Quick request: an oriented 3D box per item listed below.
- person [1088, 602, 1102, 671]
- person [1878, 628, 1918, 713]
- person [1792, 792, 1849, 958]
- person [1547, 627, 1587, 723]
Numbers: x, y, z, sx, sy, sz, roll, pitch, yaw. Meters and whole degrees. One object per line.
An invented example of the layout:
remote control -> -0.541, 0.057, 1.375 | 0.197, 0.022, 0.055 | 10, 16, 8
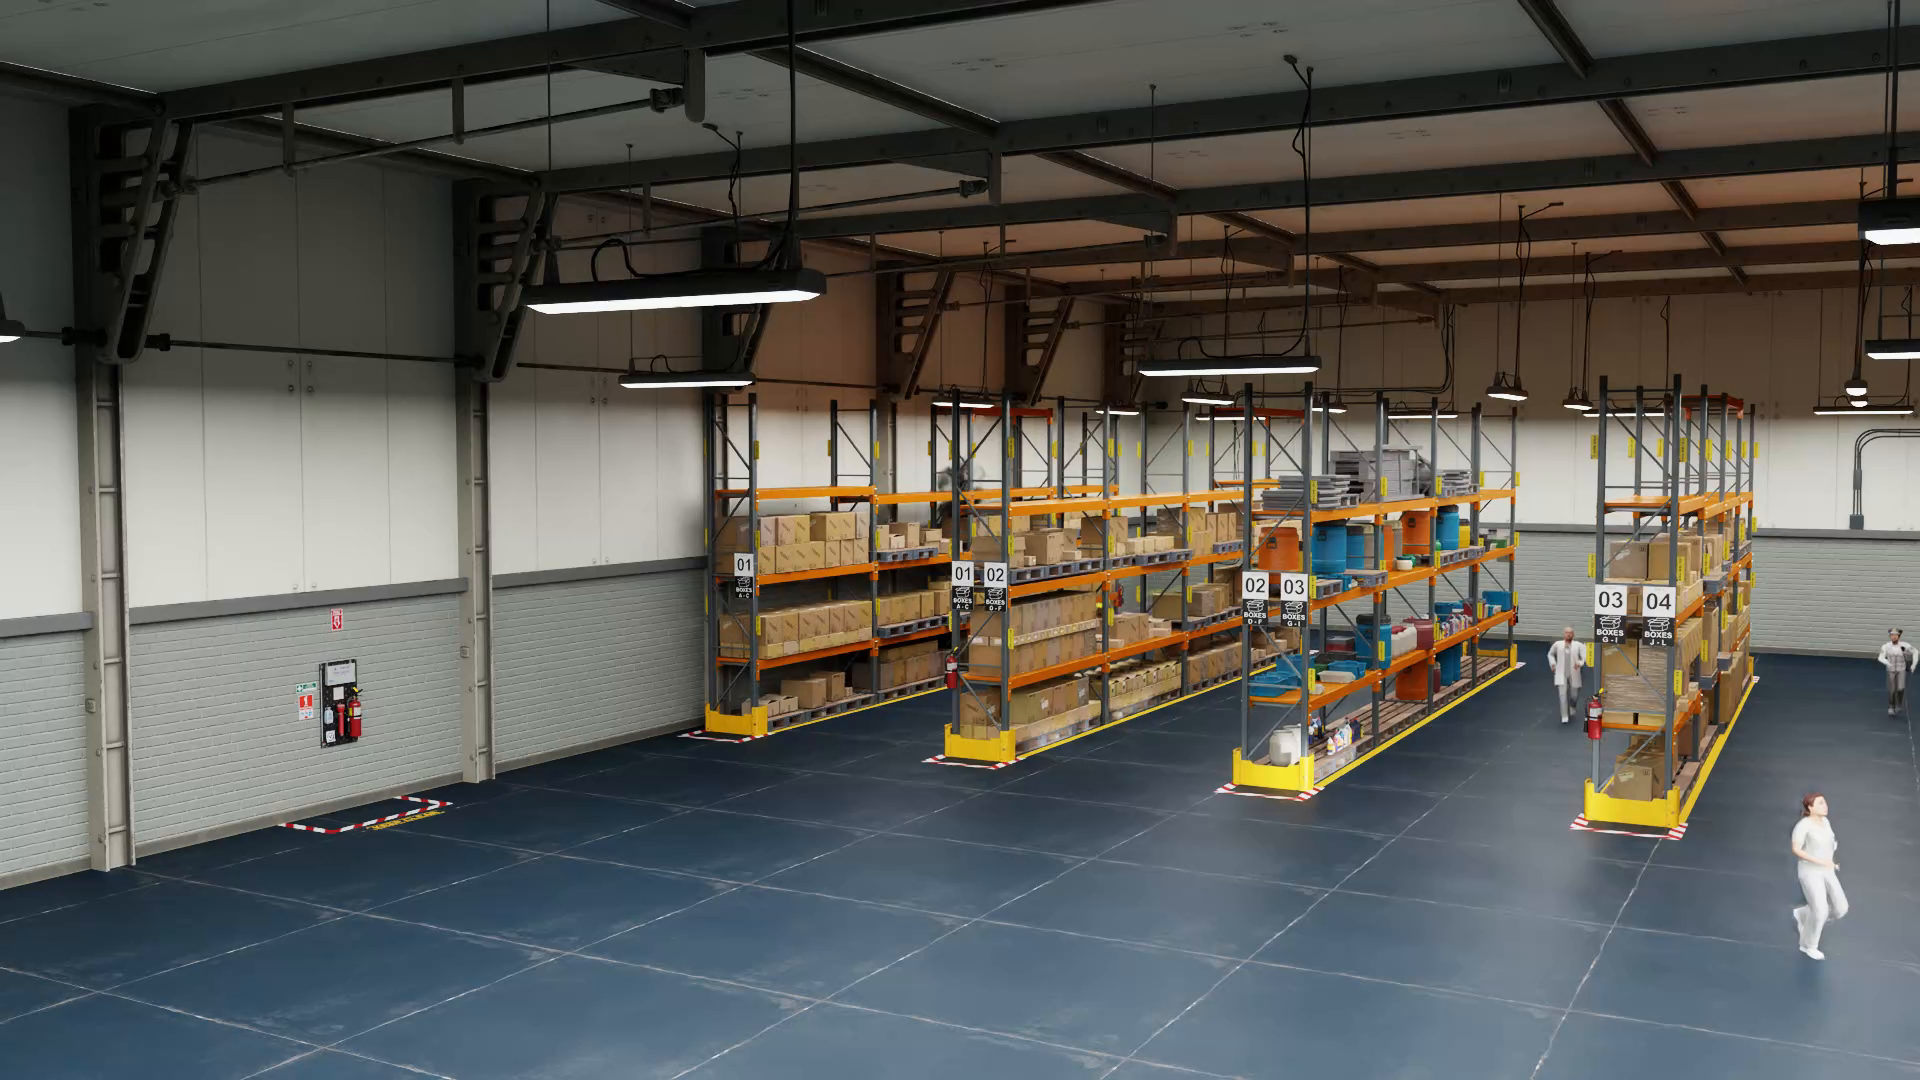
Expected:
person -> 2.897, 2.206, 35.457 | 0.676, 1.754, 0.683 | 1, 3, 21
person -> 17.638, 2.470, 31.283 | 0.636, 1.651, 0.767 | 2, 4, 34
person -> 8.459, 3.300, 16.425 | 0.601, 1.636, 0.578 | -1, 3, -25
person -> 11.195, 2.476, 30.663 | 0.715, 1.735, 0.825 | 1, 3, 21
